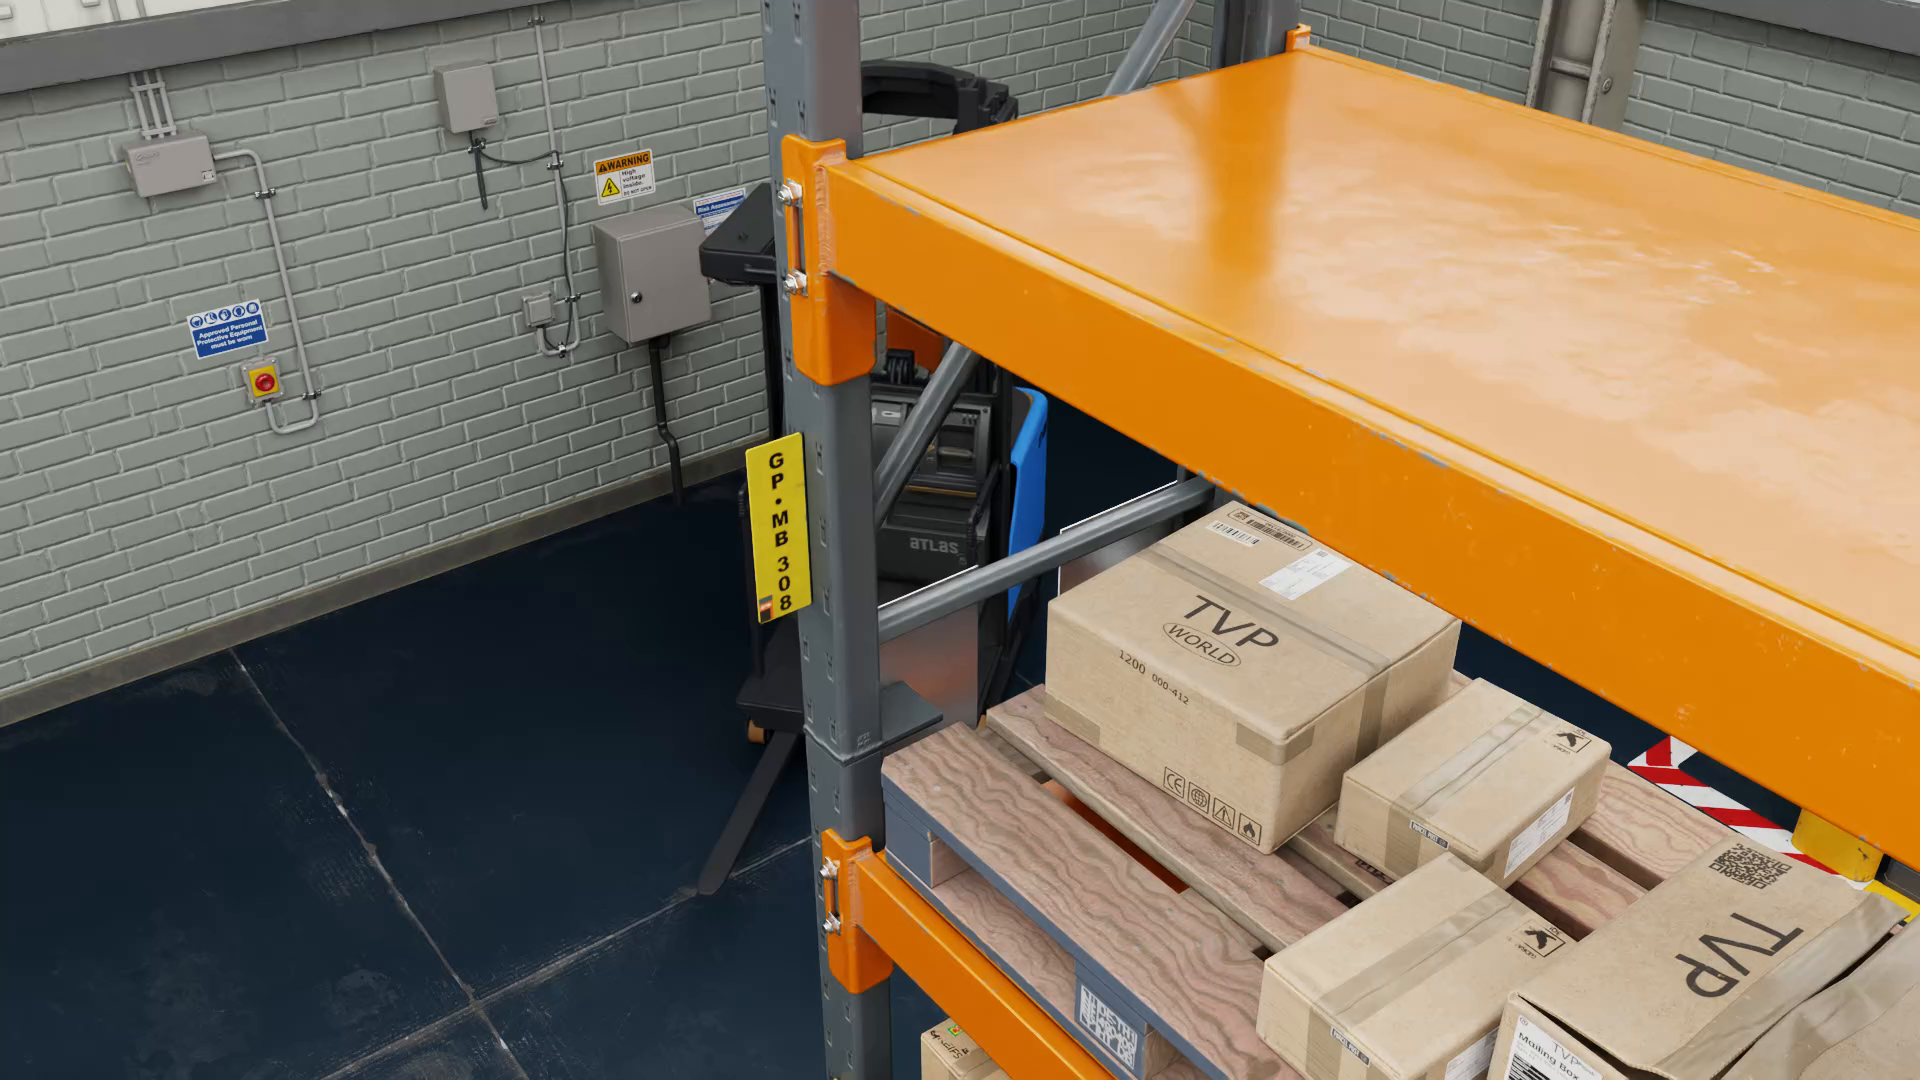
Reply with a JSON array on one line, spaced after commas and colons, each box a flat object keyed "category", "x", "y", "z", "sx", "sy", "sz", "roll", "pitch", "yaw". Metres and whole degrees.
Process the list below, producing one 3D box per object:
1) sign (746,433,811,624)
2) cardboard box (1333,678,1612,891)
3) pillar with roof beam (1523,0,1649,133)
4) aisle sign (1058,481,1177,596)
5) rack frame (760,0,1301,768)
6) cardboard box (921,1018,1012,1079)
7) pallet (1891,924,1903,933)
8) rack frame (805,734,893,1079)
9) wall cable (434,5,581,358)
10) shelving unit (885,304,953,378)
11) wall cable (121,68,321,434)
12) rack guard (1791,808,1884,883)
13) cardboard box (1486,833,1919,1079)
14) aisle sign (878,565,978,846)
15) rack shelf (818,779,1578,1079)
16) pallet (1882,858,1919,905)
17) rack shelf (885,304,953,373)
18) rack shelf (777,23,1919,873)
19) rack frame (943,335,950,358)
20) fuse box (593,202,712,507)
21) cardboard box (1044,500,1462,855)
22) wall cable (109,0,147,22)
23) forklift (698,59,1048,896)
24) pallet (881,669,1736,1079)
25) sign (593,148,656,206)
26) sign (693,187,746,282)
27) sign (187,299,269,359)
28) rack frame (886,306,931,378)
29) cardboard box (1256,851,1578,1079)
[{"category": "sign", "x": -0.291, "y": -0.016, "z": 2.686, "sx": 0.100, "sy": 0.325, "sz": 0.005, "roll": -22, "pitch": 38, "yaw": -31}, {"category": "cardboard box", "x": 0.818, "y": 0.405, "z": 2.657, "sx": 0.380, "sy": 0.149, "sz": 0.250, "roll": -26, "pitch": 40, "yaw": -35}, {"category": "pillar with roof beam", "x": -0.273, "y": -2.692, "z": 5.055, "sx": 9.100, "sy": 9.000, "sz": 0.400, "roll": -22, "pitch": 38, "yaw": -31}, {"category": "aisle sign", "x": 0.352, "y": 0.252, "z": 3.538, "sx": 0.394, "sy": 0.787, "sz": 0.004, "roll": -22, "pitch": 38, "yaw": -31}, {"category": "rack frame", "x": 0.151, "y": -1.062, "z": 2.431, "sx": 1.000, "sy": 3.000, "sz": 0.127, "roll": -22, "pitch": 38, "yaw": -31}, {"category": "cardboard box", "x": 0.150, "y": 0.981, "z": 3.170, "sx": 0.380, "sy": 0.149, "sz": 0.250, "roll": -21, "pitch": 38, "yaw": -30}, {"category": "pallet", "x": 1.366, "y": 1.064, "z": 1.934, "sx": 1.003, "sy": 0.211, "sz": 1.213, "roll": -22, "pitch": 38, "yaw": -31}, {"category": "rack frame", "x": 0.151, "y": 1.486, "z": 4.014, "sx": 1.000, "sy": 3.000, "sz": 0.127, "roll": -22, "pitch": 38, "yaw": -31}, {"category": "wall cable", "x": -2.212, "y": -1.751, "z": 8.264, "sx": 0.588, "sy": 1.984, "sz": 0.122, "roll": -22, "pitch": 38, "yaw": -31}, {"category": "shelving unit", "x": -0.082, "y": -1.018, "z": 8.899, "sx": 0.431, "sy": 2.100, "sz": 0.503, "roll": -23, "pitch": 39, "yaw": -32}, {"category": "wall cable", "x": -3.325, "y": -1.301, "z": 7.509, "sx": 0.585, "sy": 1.953, "sz": 0.123, "roll": -22, "pitch": 38, "yaw": -31}, {"category": "rack guard", "x": 4.116, "y": 0.973, "z": 7.210, "sx": 1.175, "sy": 0.500, "sz": 0.348, "roll": -22, "pitch": 38, "yaw": -31}, {"category": "cardboard box", "x": 1.029, "y": 0.669, "z": 2.078, "sx": 0.500, "sy": 0.311, "sz": 0.500, "roll": -22, "pitch": 38, "yaw": -31}, {"category": "aisle sign", "x": -0.122, "y": 0.446, "z": 3.225, "sx": 0.394, "sy": 0.787, "sz": 0.004, "roll": -22, "pitch": 38, "yaw": -31}, {"category": "rack shelf", "x": 1.377, "y": 1.351, "z": 2.070, "sx": 1.077, "sy": 0.370, "sz": 4.000, "roll": -22, "pitch": 38, "yaw": -31}, {"category": "pallet", "x": 4.606, "y": 1.427, "z": 6.752, "sx": 1.003, "sy": 0.211, "sz": 1.213, "roll": -22, "pitch": 38, "yaw": -31}, {"category": "rack shelf", "x": -0.082, "y": -1.006, "z": 8.906, "sx": 0.431, "sy": 0.518, "sz": 0.480, "roll": -23, "pitch": 39, "yaw": -32}, {"category": "rack shelf", "x": 1.377, "y": 0.247, "z": 1.384, "sx": 1.077, "sy": 0.370, "sz": 4.000, "roll": -22, "pitch": 38, "yaw": -31}, {"category": "rack frame", "x": 0.071, "y": -0.918, "z": 8.737, "sx": 0.400, "sy": 2.100, "sz": 0.015, "roll": -23, "pitch": 39, "yaw": -32}, {"category": "fuse box", "x": -1.577, "y": -0.928, "z": 9.122, "sx": 0.539, "sy": 1.711, "sz": 0.414, "roll": -22, "pitch": 38, "yaw": -31}, {"category": "cardboard box", "x": 0.498, "y": 0.213, "z": 2.870, "sx": 0.500, "sy": 0.250, "sz": 0.500, "roll": -26, "pitch": 40, "yaw": -36}, {"category": "wall cable", "x": -3.560, "y": -3.342, "z": 6.101, "sx": 0.463, "sy": 3.000, "sz": 0.029, "roll": -22, "pitch": 38, "yaw": -31}, {"category": "forklift", "x": -0.371, "y": -0.398, "z": 7.113, "sx": 1.130, "sy": 2.935, "sz": 3.031, "roll": 7, "pitch": 33, "yaw": 11}, {"category": "pallet", "x": 0.614, "y": 0.556, "z": 2.753, "sx": 1.003, "sy": 0.211, "sz": 1.213, "roll": -22, "pitch": 38, "yaw": -31}, {"category": "sign", "x": -1.747, "y": -1.894, "z": 8.674, "sx": 0.339, "sy": 0.242, "sz": 0.001, "roll": -22, "pitch": 38, "yaw": -31}, {"category": "sign", "x": -1.313, "y": -1.681, "z": 9.203, "sx": 0.329, "sy": 0.494, "sz": 0.001, "roll": -22, "pitch": 38, "yaw": -31}, {"category": "sign", "x": -3.401, "y": -0.981, "z": 7.730, "sx": 0.327, "sy": 0.218, "sz": 0.001, "roll": -22, "pitch": 38, "yaw": -31}, {"category": "rack frame", "x": -0.235, "y": -1.118, "z": 9.060, "sx": 0.400, "sy": 2.100, "sz": 0.015, "roll": -23, "pitch": 39, "yaw": -32}, {"category": "cardboard box", "x": 0.636, "y": 0.626, "z": 2.301, "sx": 0.380, "sy": 0.149, "sz": 0.250, "roll": -21, "pitch": 37, "yaw": -30}]
